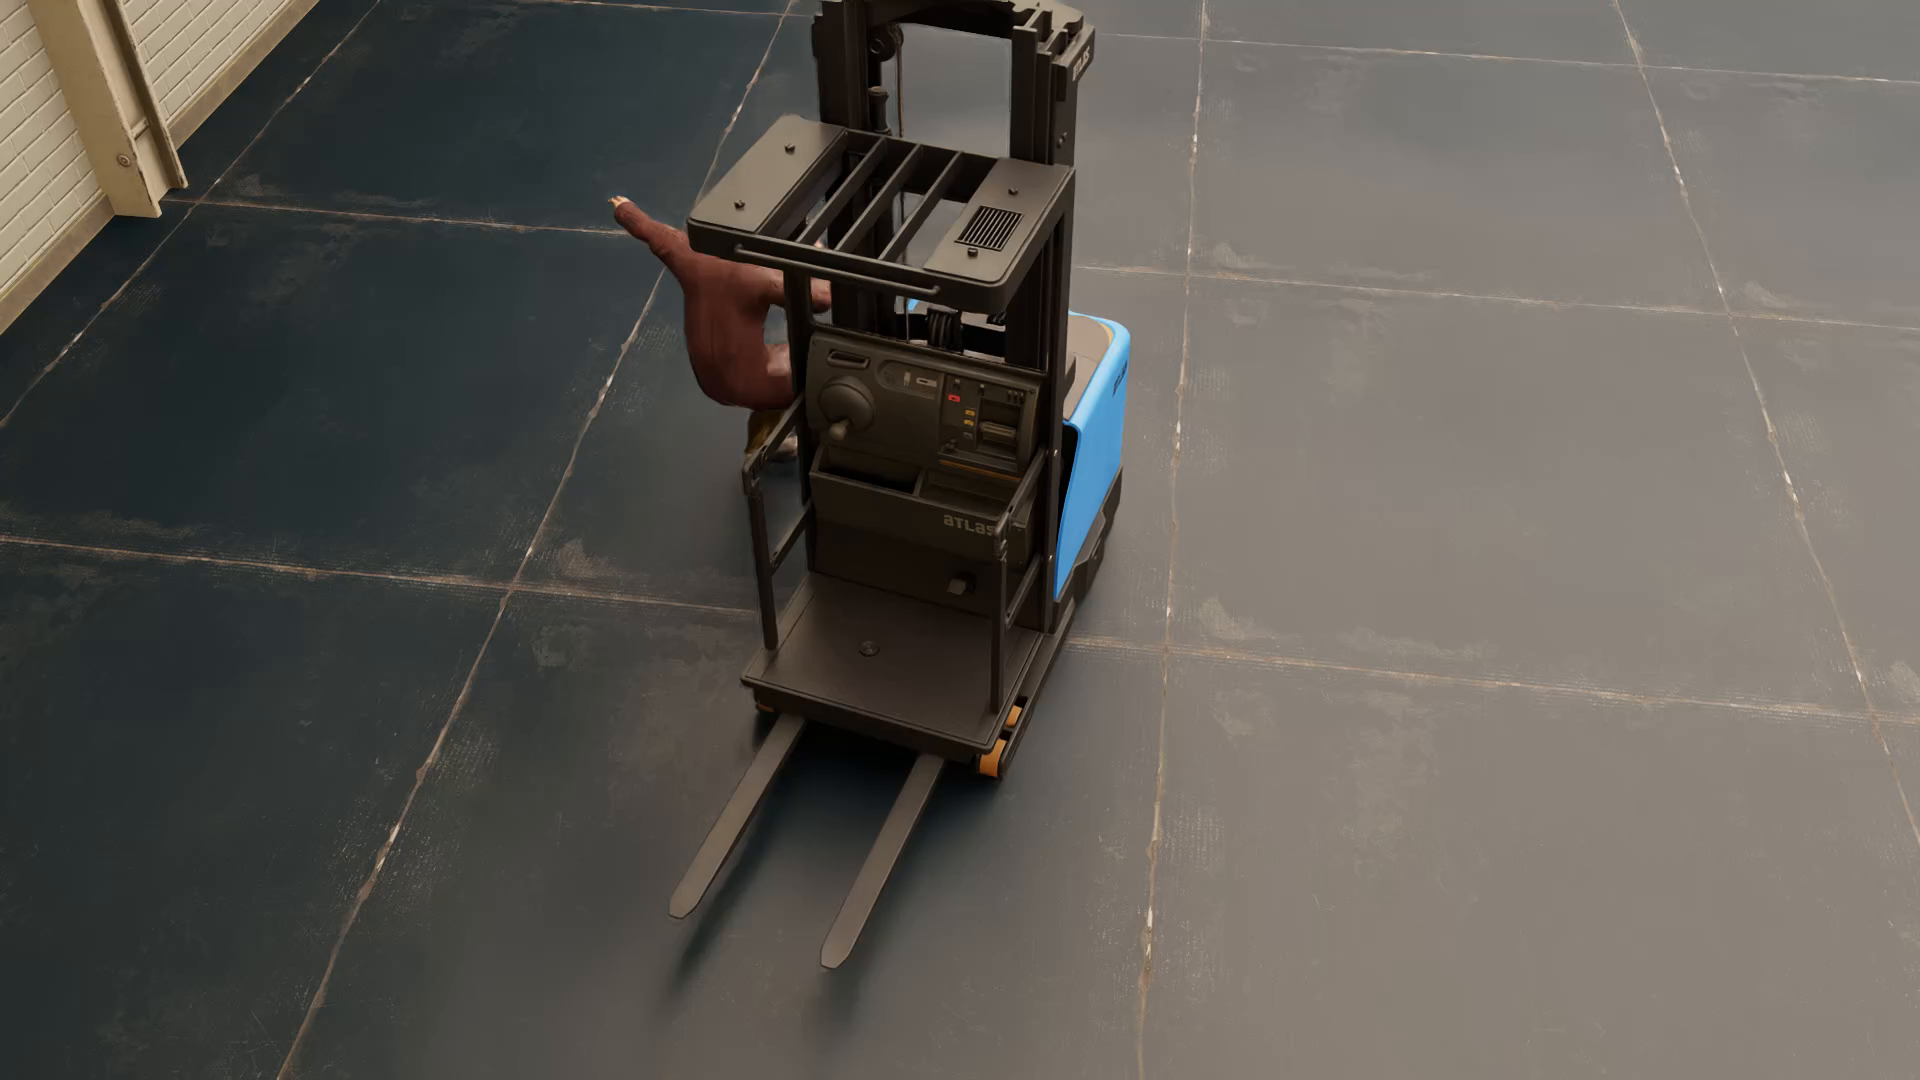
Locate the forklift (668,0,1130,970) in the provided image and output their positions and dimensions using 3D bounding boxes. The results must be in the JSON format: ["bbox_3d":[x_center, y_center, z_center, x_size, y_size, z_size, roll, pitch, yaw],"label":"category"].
[{"bbox_3d":[-0.225,-0.427,6.190,1.130,2.935,3.031,14,44,15],"label":"forklift"}]

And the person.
[{"bbox_3d":[-0.964,-0.995,7.851,1.679,1.430,0.815,19,46,19],"label":"person"}]
